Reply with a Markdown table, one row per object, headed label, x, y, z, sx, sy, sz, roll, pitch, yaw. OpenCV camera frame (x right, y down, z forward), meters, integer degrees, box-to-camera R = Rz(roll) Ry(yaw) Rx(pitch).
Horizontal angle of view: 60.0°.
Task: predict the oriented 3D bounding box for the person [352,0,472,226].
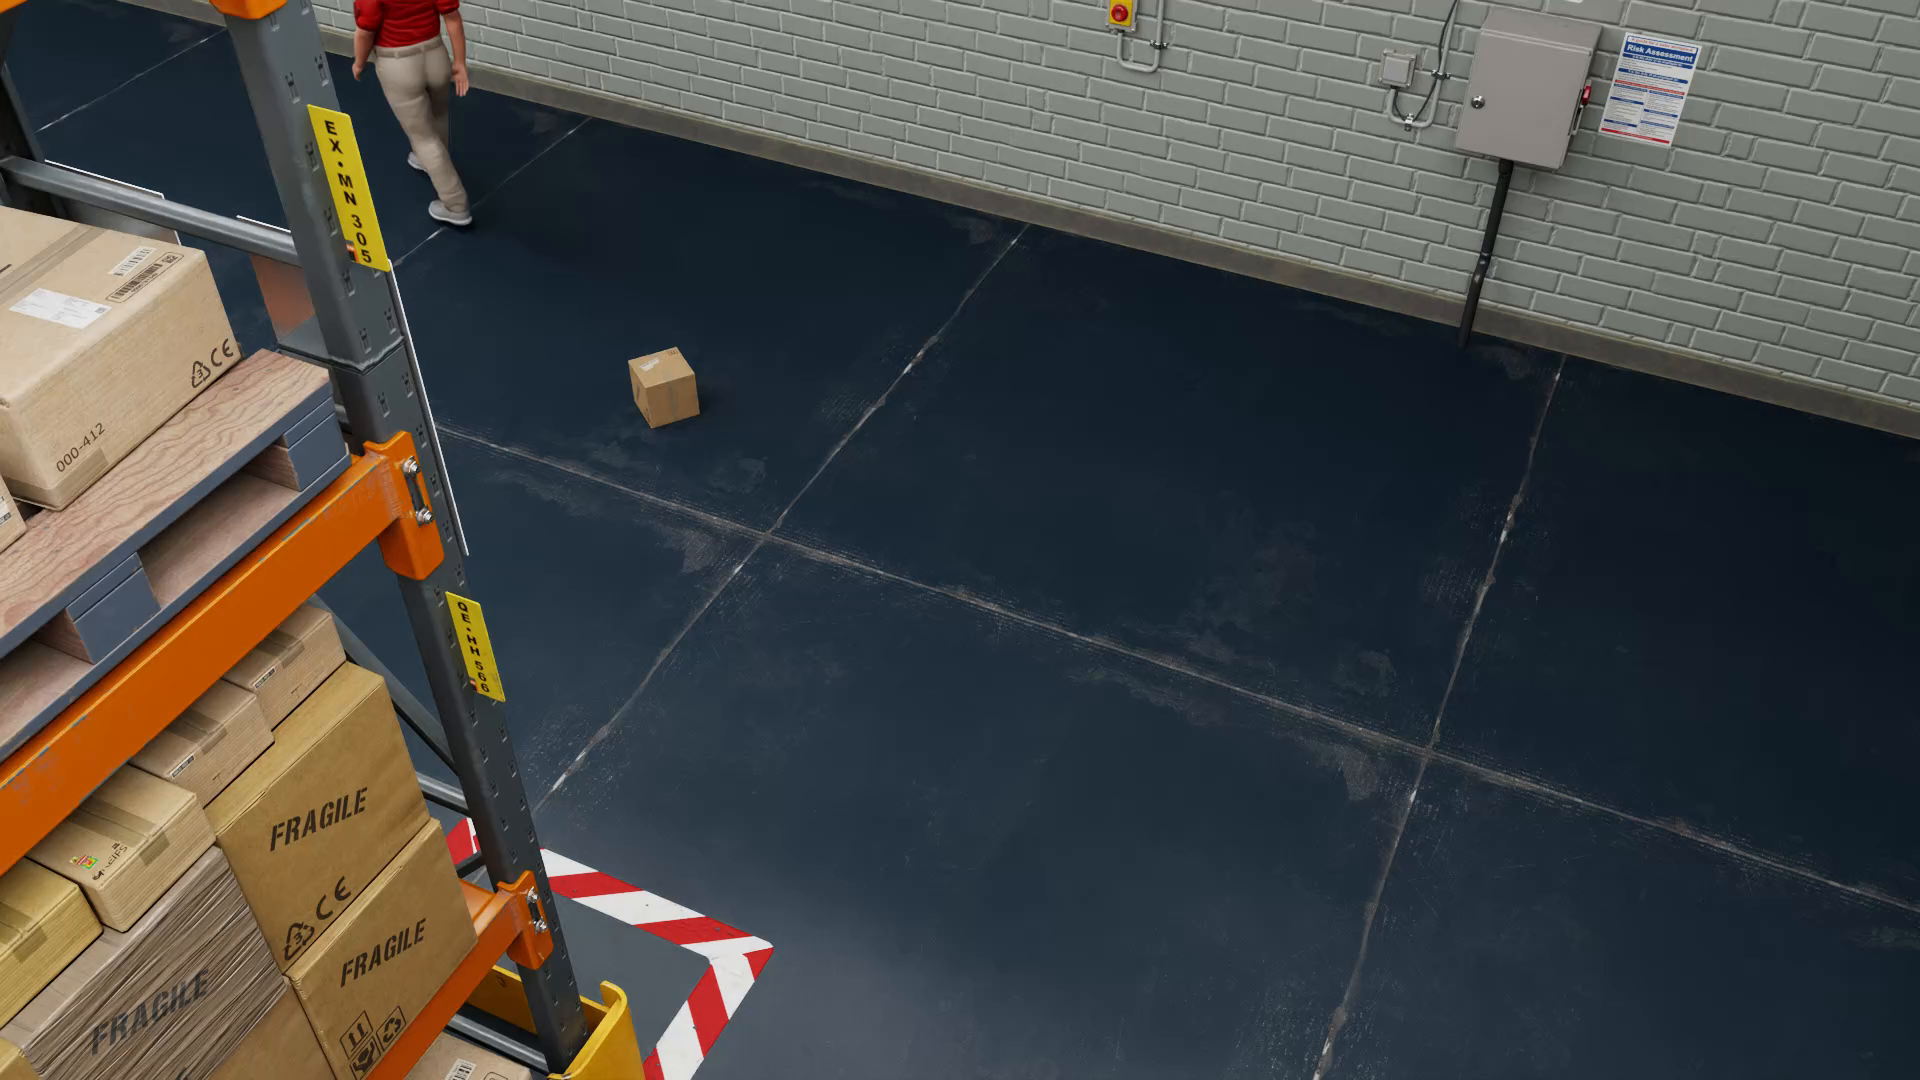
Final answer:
| label | x | y | z | sx | sy | sz | roll | pitch | yaw |
| --- | --- | --- | --- | --- | --- | --- | --- | --- | --- |
| person | -3.059 | -2.624 | 9.095 | 0.903 | 1.687 | 0.539 | 31 | 50 | 30 |
